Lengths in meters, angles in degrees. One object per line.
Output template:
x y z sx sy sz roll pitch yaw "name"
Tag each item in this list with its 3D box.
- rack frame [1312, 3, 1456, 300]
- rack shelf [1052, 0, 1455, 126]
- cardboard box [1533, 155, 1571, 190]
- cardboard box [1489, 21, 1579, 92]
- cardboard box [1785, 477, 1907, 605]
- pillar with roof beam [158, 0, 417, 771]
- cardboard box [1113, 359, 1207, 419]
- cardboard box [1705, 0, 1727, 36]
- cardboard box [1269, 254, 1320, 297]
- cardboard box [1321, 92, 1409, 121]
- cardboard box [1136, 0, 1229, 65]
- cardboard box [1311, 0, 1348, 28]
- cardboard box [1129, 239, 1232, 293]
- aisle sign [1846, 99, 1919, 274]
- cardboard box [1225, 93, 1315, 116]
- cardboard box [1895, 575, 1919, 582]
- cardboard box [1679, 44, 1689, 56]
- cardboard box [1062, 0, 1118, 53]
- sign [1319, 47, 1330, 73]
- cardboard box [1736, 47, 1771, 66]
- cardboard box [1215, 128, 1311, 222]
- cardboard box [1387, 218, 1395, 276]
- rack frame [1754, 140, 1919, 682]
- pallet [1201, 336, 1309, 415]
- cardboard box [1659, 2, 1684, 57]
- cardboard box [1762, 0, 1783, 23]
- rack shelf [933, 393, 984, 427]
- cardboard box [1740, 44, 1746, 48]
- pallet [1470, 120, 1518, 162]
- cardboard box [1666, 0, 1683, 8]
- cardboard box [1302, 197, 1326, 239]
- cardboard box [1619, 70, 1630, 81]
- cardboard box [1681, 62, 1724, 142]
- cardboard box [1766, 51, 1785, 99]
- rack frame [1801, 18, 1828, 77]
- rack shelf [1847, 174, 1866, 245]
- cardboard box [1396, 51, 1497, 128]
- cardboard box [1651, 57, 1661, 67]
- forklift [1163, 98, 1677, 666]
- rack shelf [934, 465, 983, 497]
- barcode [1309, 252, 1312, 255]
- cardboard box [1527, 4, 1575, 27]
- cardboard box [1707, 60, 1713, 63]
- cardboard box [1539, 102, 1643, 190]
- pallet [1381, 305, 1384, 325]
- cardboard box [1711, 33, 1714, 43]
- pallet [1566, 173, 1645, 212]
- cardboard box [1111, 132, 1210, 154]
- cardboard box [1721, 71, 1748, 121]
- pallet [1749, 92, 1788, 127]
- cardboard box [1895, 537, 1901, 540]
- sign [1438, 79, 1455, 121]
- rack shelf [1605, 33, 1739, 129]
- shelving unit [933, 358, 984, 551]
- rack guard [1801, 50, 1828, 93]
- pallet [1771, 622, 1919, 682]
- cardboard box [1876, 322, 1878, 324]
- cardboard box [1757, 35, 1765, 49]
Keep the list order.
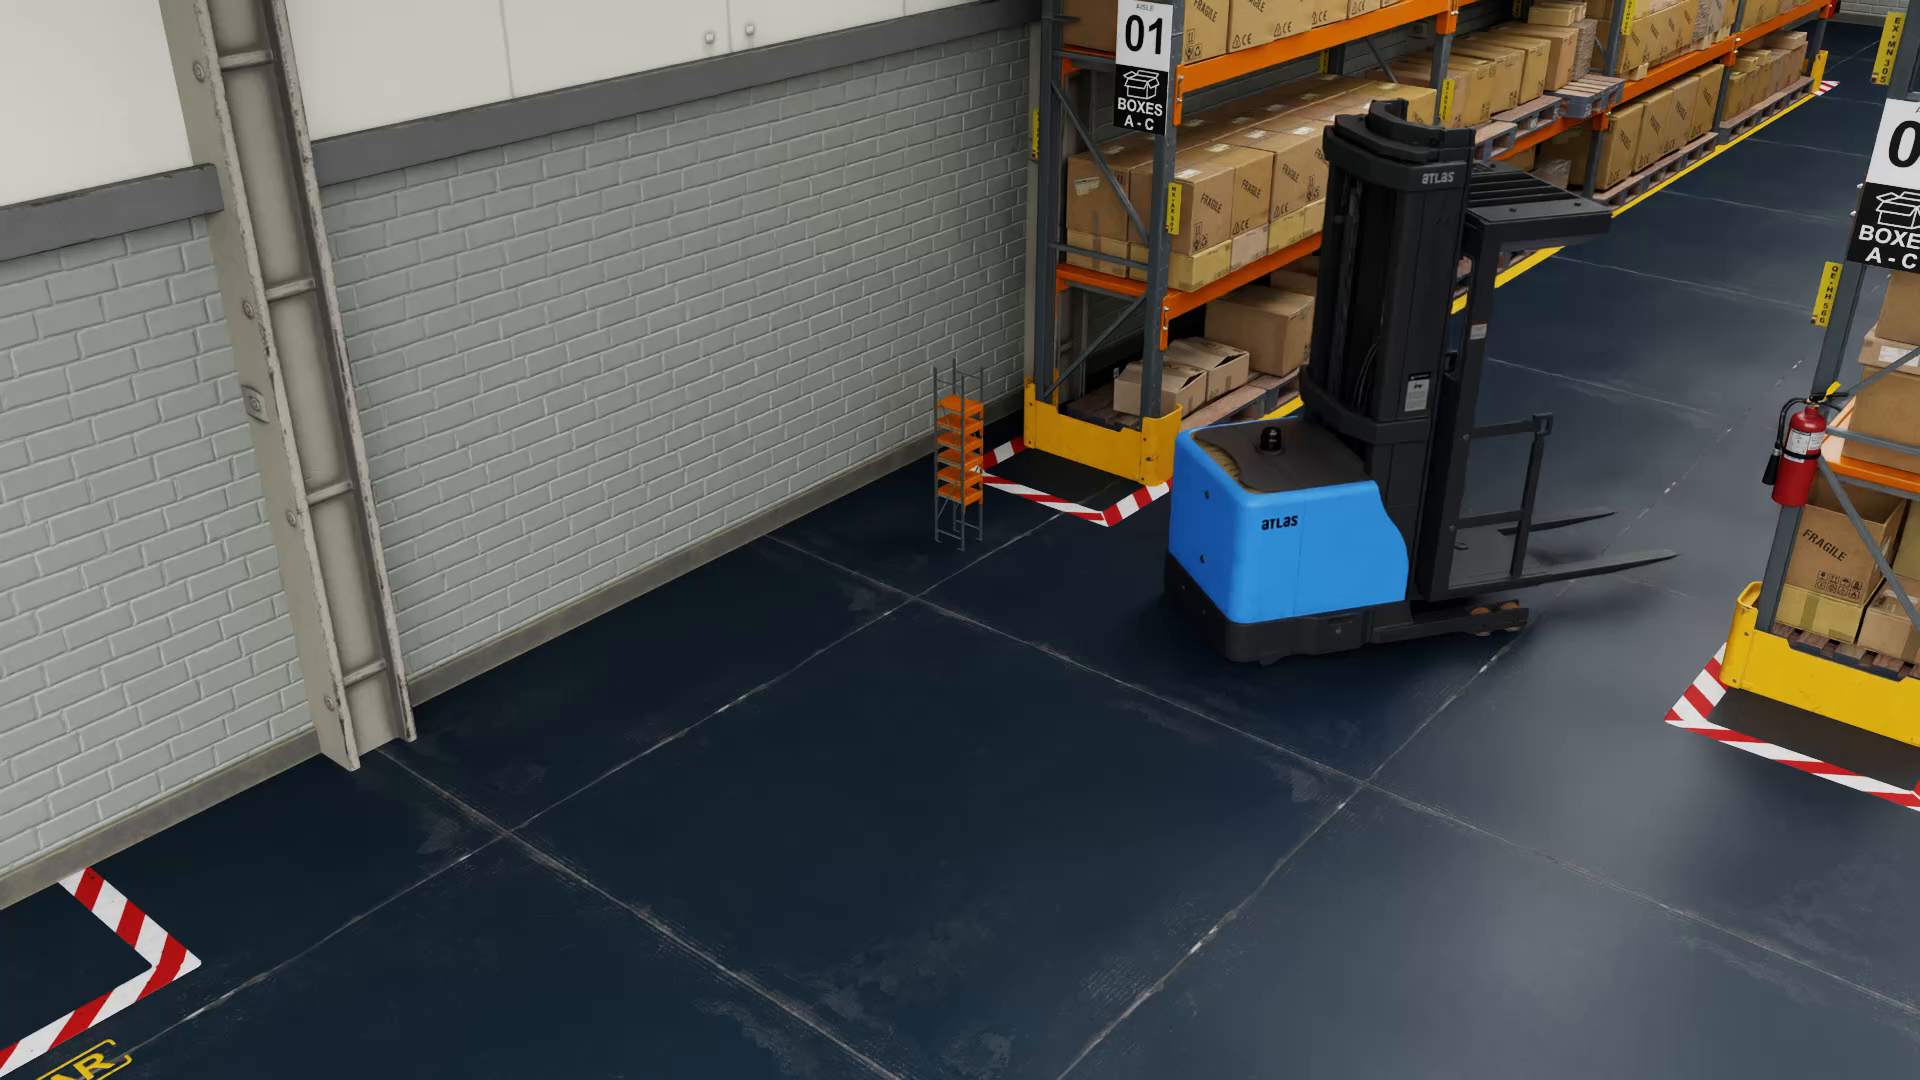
3.490 -3.312 13.888 1.000 3.000 0.127 21 34 34 "rack frame"
2.218 -3.616 11.993 1.077 0.370 4.000 21 34 34 "rack shelf"
5.616 -3.545 16.580 0.700 0.500 0.500 21 34 35 "cardboard box"
5.408 -4.594 15.779 0.700 0.500 0.500 17 32 30 "cardboard box"
4.882 -0.023 9.249 0.500 0.500 0.500 21 34 34 "cardboard box"
0.229 -1.674 4.192 9.100 9.000 0.400 21 34 34 "pillar with roof beam"
1.455 -1.114 12.086 0.500 0.311 0.500 17 32 29 "cardboard box"
8.162 -5.913 18.461 0.500 0.500 0.500 21 34 35 "cardboard box"
2.860 -2.018 13.627 0.500 0.500 0.500 18 32 31 "cardboard box"
3.115 -3.151 12.901 0.500 0.500 0.500 21 34 34 "cardboard box"
1.351 -3.325 10.518 0.500 0.500 0.500 22 34 36 "cardboard box"
2.372 -3.886 11.603 0.500 0.500 0.500 23 35 37 "cardboard box"
1.501 -1.916 11.331 0.500 0.250 0.500 20 33 33 "cardboard box"
4.502 -1.665 7.874 0.394 0.787 0.004 21 34 34 "aisle sign"
2.376 -3.124 12.850 0.500 0.500 0.500 22 34 36 "cardboard box"
5.598 0.284 9.472 0.500 0.250 0.500 21 34 34 "cardboard box"
7.740 -5.406 18.186 0.380 0.149 0.250 20 33 33 "cardboard box"
1.016 -3.501 10.859 0.500 0.500 0.500 24 36 38 "cardboard box"
3.059 -3.987 13.933 0.100 0.325 0.005 21 34 34 "sign"
9.824 -6.001 20.644 0.380 0.149 0.250 20 33 33 "cardboard box"
2.137 -2.604 11.845 0.500 0.500 0.500 19 33 33 "cardboard box"
3.945 -2.663 14.875 0.700 0.500 0.500 22 35 36 "cardboard box"
4.770 -0.447 8.350 1.000 3.000 0.127 21 34 34 "rack frame"
2.314 -1.391 13.208 1.003 0.211 1.213 21 34 34 "pallet"
7.197 -5.372 17.415 0.500 0.500 0.500 21 34 34 "cardboard box"
9.404 -6.726 20.161 0.980 0.700 0.700 20 33 33 "cardboard box"
-0.009 -0.808 10.319 0.258 0.103 0.180 21 34 34 "rack shelf"
9.713 -6.217 21.060 0.380 0.149 0.250 20 33 34 "cardboard box"
4.088 -3.455 14.373 1.003 0.211 1.213 21 34 34 "pallet"
7.178 -5.704 17.240 0.500 0.250 0.500 21 34 35 "cardboard box"
2.472 -2.462 12.386 0.500 0.250 0.500 21 34 35 "cardboard box"
6.589 -4.763 16.945 0.380 0.149 0.250 21 34 35 "cardboard box"
8.265 -5.112 19.249 0.750 0.750 0.750 21 34 35 "cardboard box"
10.117 -6.010 21.366 0.700 0.500 0.500 19 33 33 "cardboard box"
11.123 -7.567 22.112 1.000 3.000 0.127 21 34 34 "rack frame"
6.042 -2.169 9.197 1.077 0.370 4.000 21 34 34 "rack shelf"
4.201 -3.918 14.472 0.500 0.500 0.700 -24 36 -39 "cardboard box"
7.219 -5.141 17.675 0.380 0.149 0.250 21 34 35 "cardboard box"
2.809 -0.968 9.430 3.031 2.935 1.130 -8 28 -14 "forklift"
-0.009 -0.382 10.540 0.258 0.103 0.180 21 34 34 "rack shelf"
2.961 -2.418 14.053 0.001 0.075 0.075 21 34 34 "barcode"
5.644 -5.009 15.874 0.380 0.149 0.250 15 31 26 "cardboard box"
8.888 -5.755 20.167 0.380 0.149 0.250 21 34 34 "cardboard box"
6.603 -4.184 17.457 0.750 0.750 0.750 20 34 34 "cardboard box"
3.090 -1.825 14.048 1.003 0.211 1.213 21 34 34 "pallet"
8.240 -5.668 18.694 0.380 0.149 0.250 22 35 36 "cardboard box"
6.594 -3.749 17.768 1.003 0.211 1.213 21 34 34 "pallet"
1.409 -2.574 11.786 0.500 0.500 0.500 21 34 35 "cardboard box"
9.133 -5.460 20.303 0.700 0.500 0.500 21 34 35 "cardboard box"
9.898 -5.591 21.328 1.003 0.211 1.213 21 34 34 "pallet"
5.509 -0.048 10.113 0.500 0.250 0.500 21 34 34 "cardboard box"
3.913 -3.541 13.388 0.100 0.325 0.005 21 34 34 "sign"
7.306 -5.120 18.165 1.077 0.370 4.000 21 34 34 "rack shelf"
-0.009 -0.528 10.464 0.258 1.200 0.189 21 34 34 "shelving unit"
11.138 -6.465 22.703 1.175 0.500 0.348 21 34 34 "rack guard"
5.224 0.508 9.539 1.003 0.211 1.213 21 34 34 "pallet"
5.032 -1.064 8.728 0.380 0.149 0.250 22 34 36 "cardboard box"
10.199 -6.488 21.584 0.380 0.149 0.250 21 34 35 "cardboard box"
